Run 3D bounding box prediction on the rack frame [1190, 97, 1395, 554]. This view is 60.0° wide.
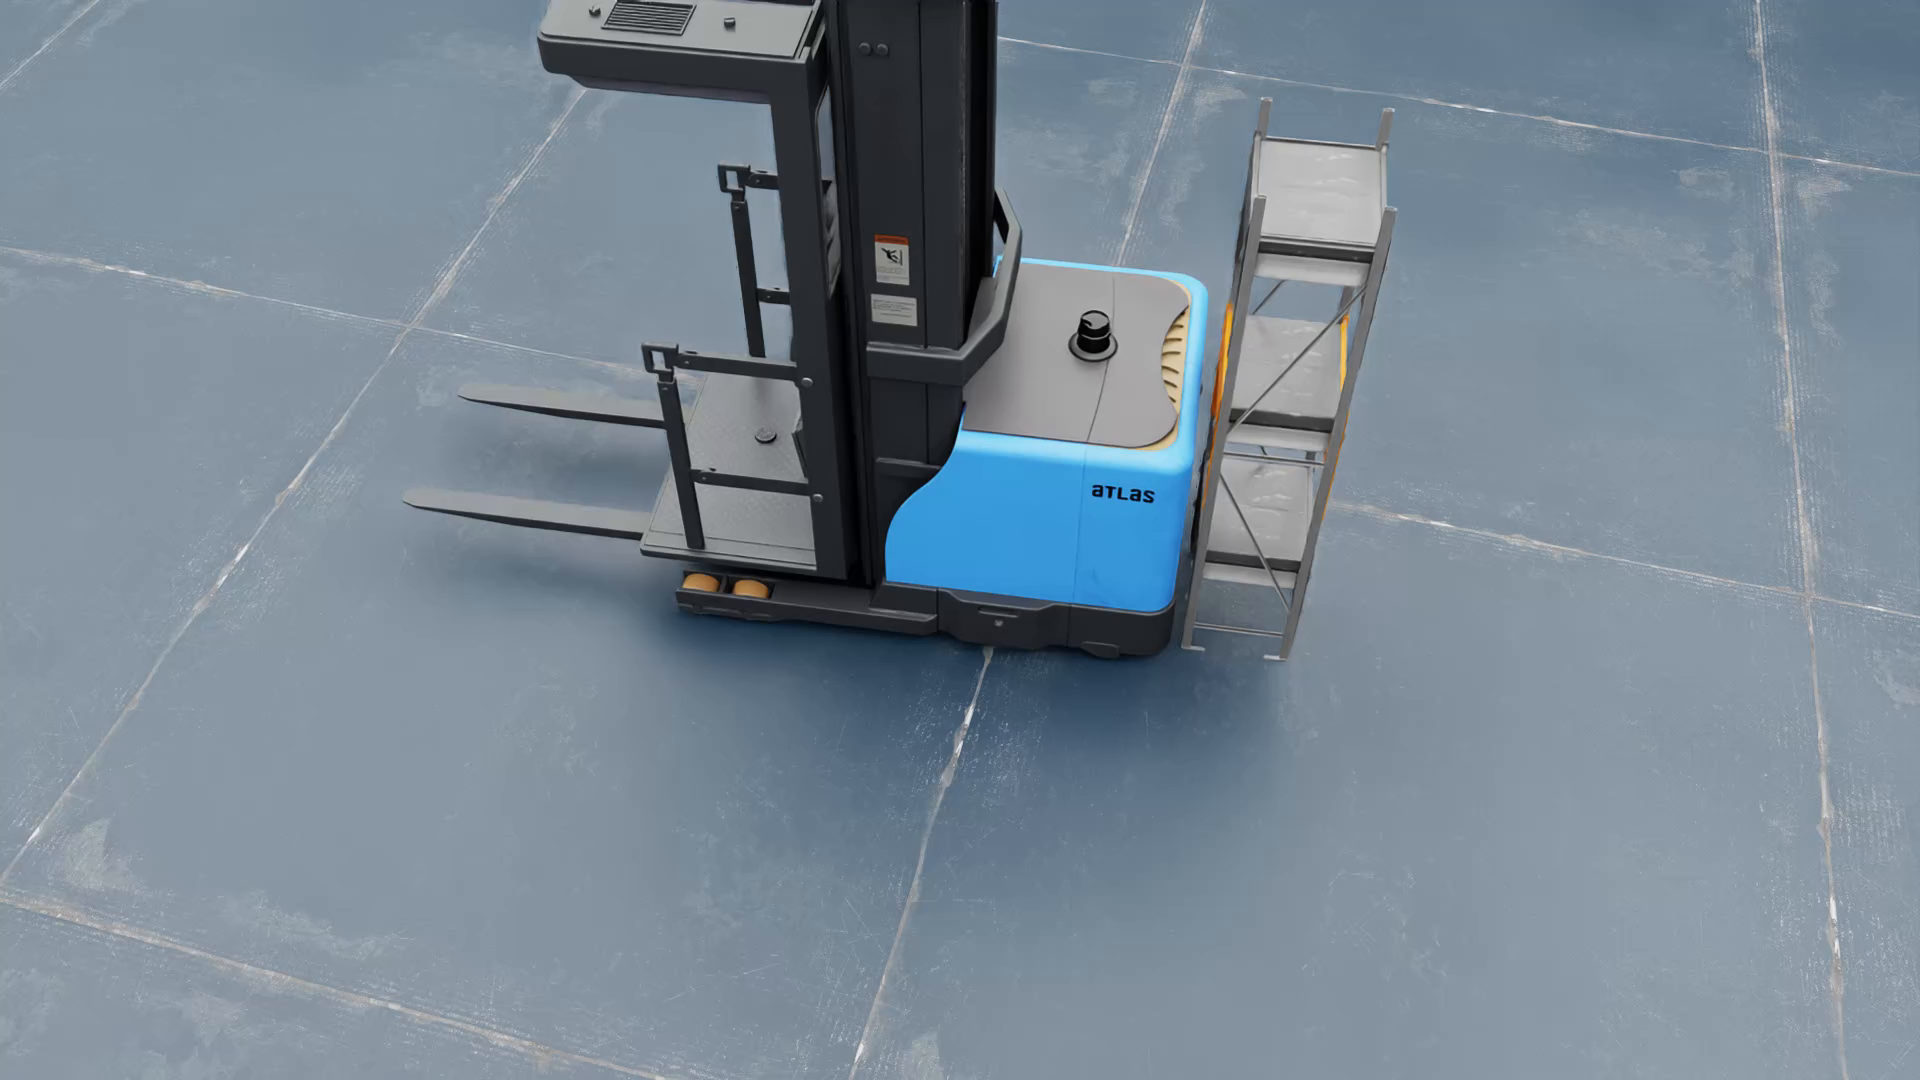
[{"bbox_3d":[1.113,-0.624,5.819,0.400,2.100,0.015,7,49,6],"label":"rack frame"}]

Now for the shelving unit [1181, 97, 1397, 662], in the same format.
[{"bbox_3d":[1.075,-0.443,5.660,0.431,2.100,0.503,7,49,6],"label":"shelving unit"}]

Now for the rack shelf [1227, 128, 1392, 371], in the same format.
[{"bbox_3d":[1.075,-0.897,5.145,0.431,0.518,0.480,7,49,6],"label":"rack shelf"}]

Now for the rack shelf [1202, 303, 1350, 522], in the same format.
[{"bbox_3d":[1.075,-0.434,5.670,0.431,0.518,0.480,7,49,6],"label":"rack shelf"}]

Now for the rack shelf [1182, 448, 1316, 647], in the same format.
[{"bbox_3d":[1.075,0.029,6.195,0.431,0.518,0.480,7,49,6],"label":"rack shelf"}]

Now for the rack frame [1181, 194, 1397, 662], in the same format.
[{"bbox_3d":[1.037,-0.262,5.500,0.400,2.100,0.015,7,49,6],"label":"rack frame"}]

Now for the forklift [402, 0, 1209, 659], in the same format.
[{"bbox_3d":[-0.639,-1.046,5.637,3.031,2.935,1.130,7,49,6],"label":"forklift"}]
